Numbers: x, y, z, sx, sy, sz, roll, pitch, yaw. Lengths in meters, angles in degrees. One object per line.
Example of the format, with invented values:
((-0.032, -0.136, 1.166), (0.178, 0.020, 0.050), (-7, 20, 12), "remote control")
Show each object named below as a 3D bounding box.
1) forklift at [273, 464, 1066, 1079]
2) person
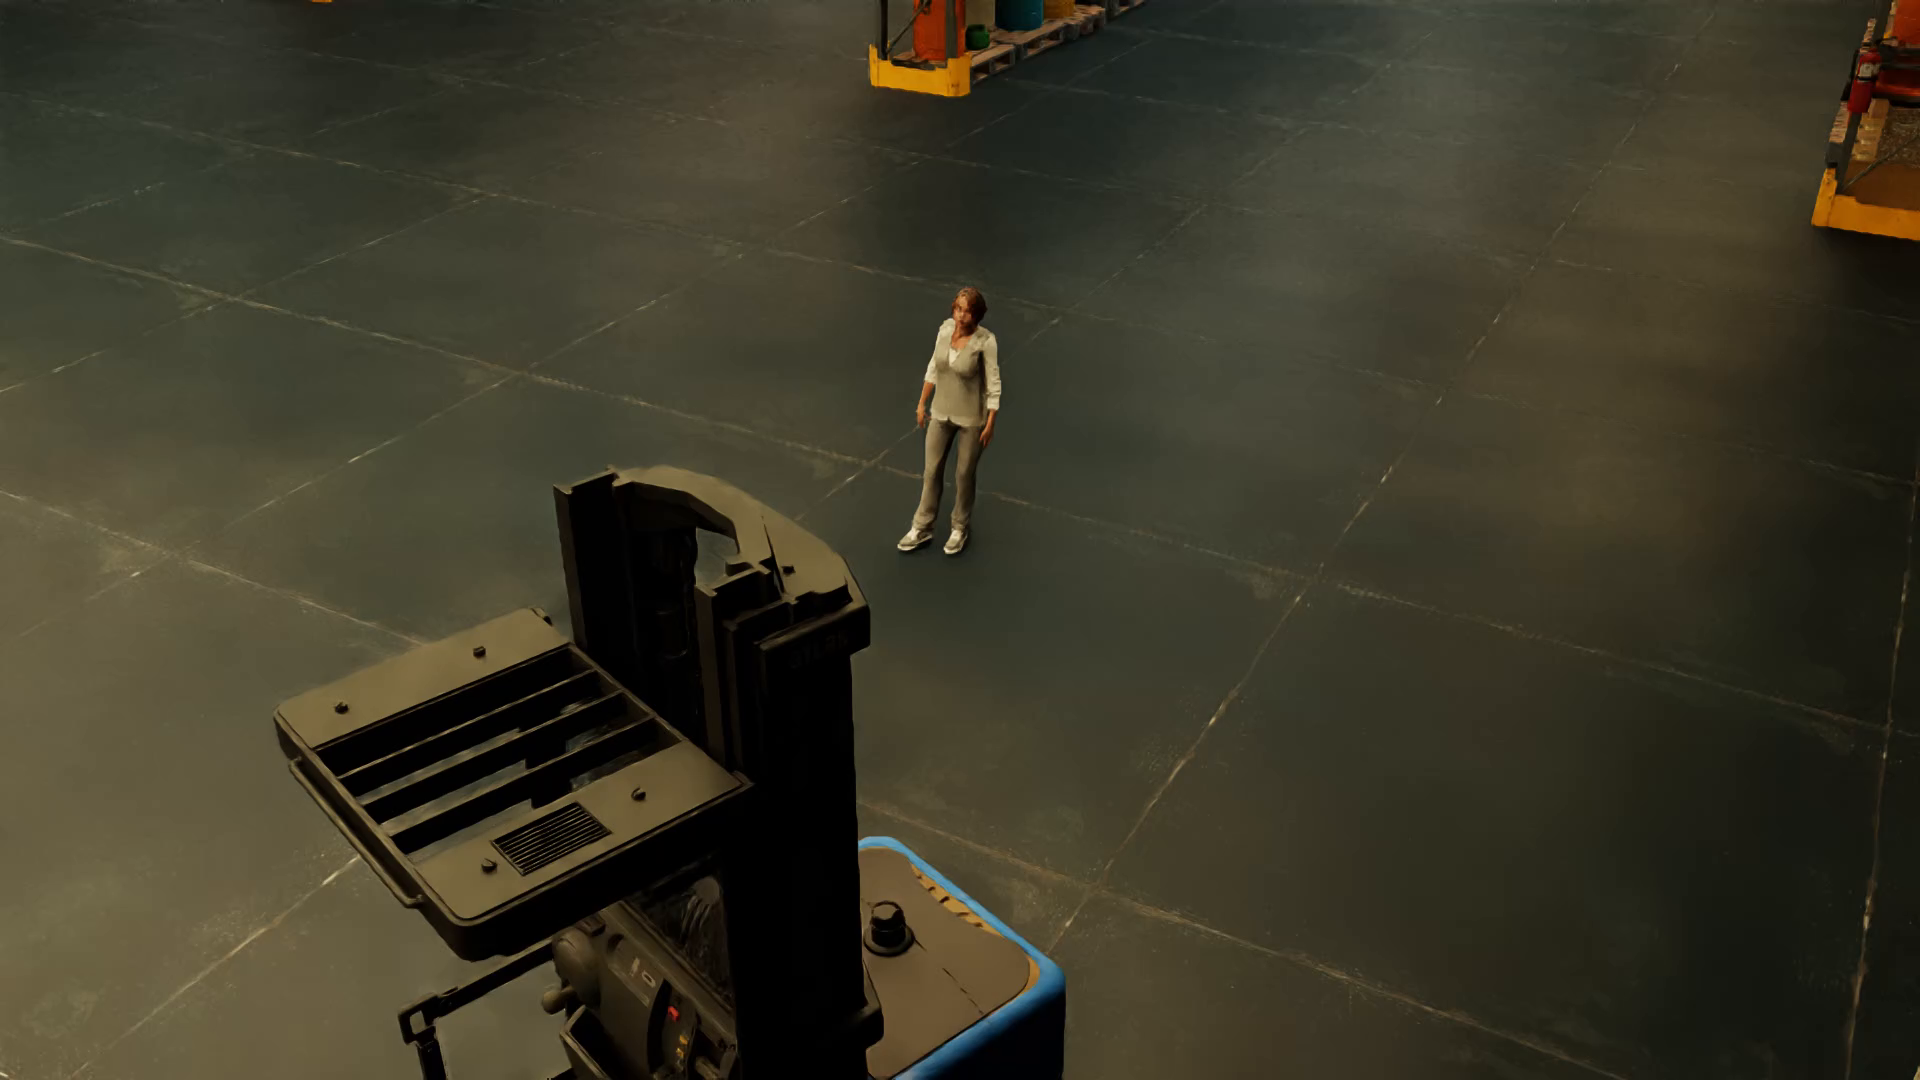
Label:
((-1.079, 1.373, 4.692), (3.031, 2.935, 1.130), (-24, 37, -35), "forklift")
((-0.048, -0.669, 9.550), (0.521, 1.597, 0.474), (15, 33, 25), "person")
